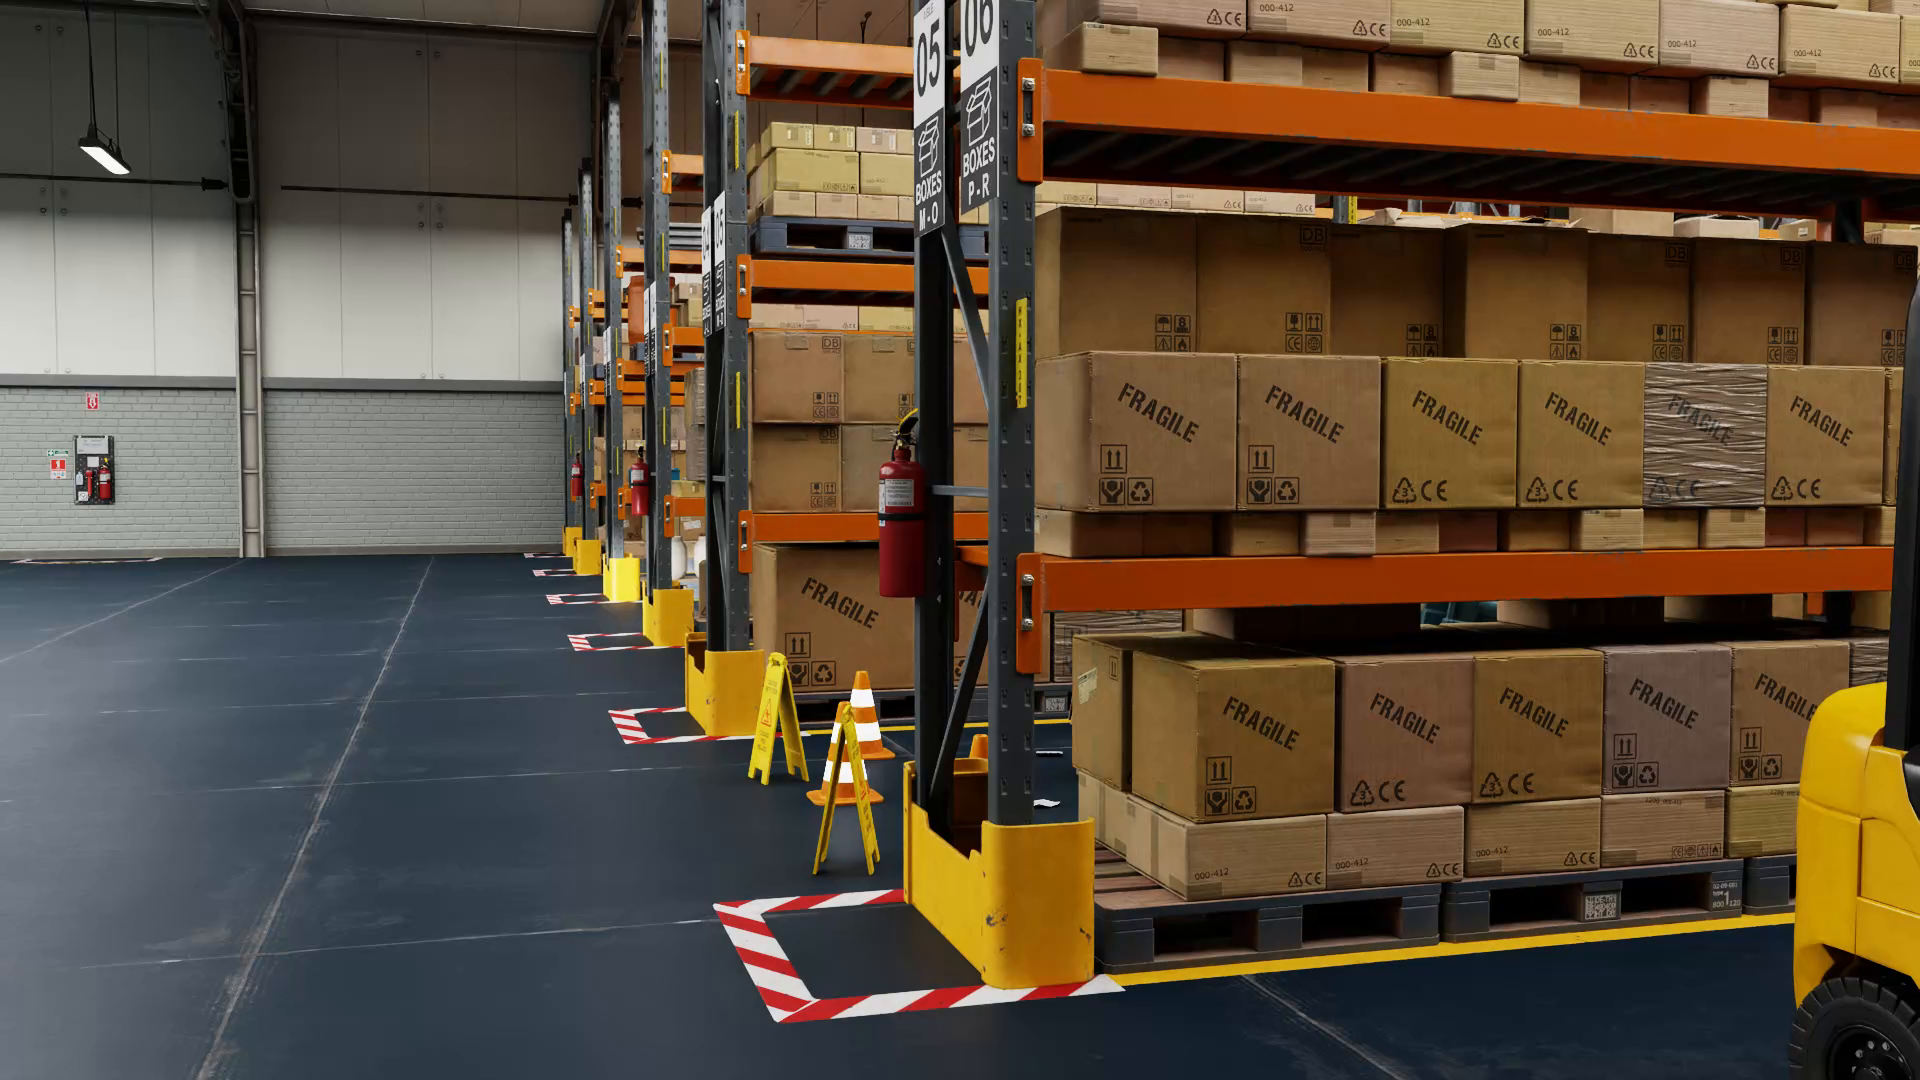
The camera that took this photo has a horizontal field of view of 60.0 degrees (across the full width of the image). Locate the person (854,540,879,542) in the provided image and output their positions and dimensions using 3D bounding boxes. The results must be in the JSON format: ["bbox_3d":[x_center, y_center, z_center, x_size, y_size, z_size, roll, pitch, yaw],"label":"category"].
[{"bbox_3d":[-0.921,-0.102,17.960,0.531,1.765,0.359,-1,3,-15],"label":"person"}]
